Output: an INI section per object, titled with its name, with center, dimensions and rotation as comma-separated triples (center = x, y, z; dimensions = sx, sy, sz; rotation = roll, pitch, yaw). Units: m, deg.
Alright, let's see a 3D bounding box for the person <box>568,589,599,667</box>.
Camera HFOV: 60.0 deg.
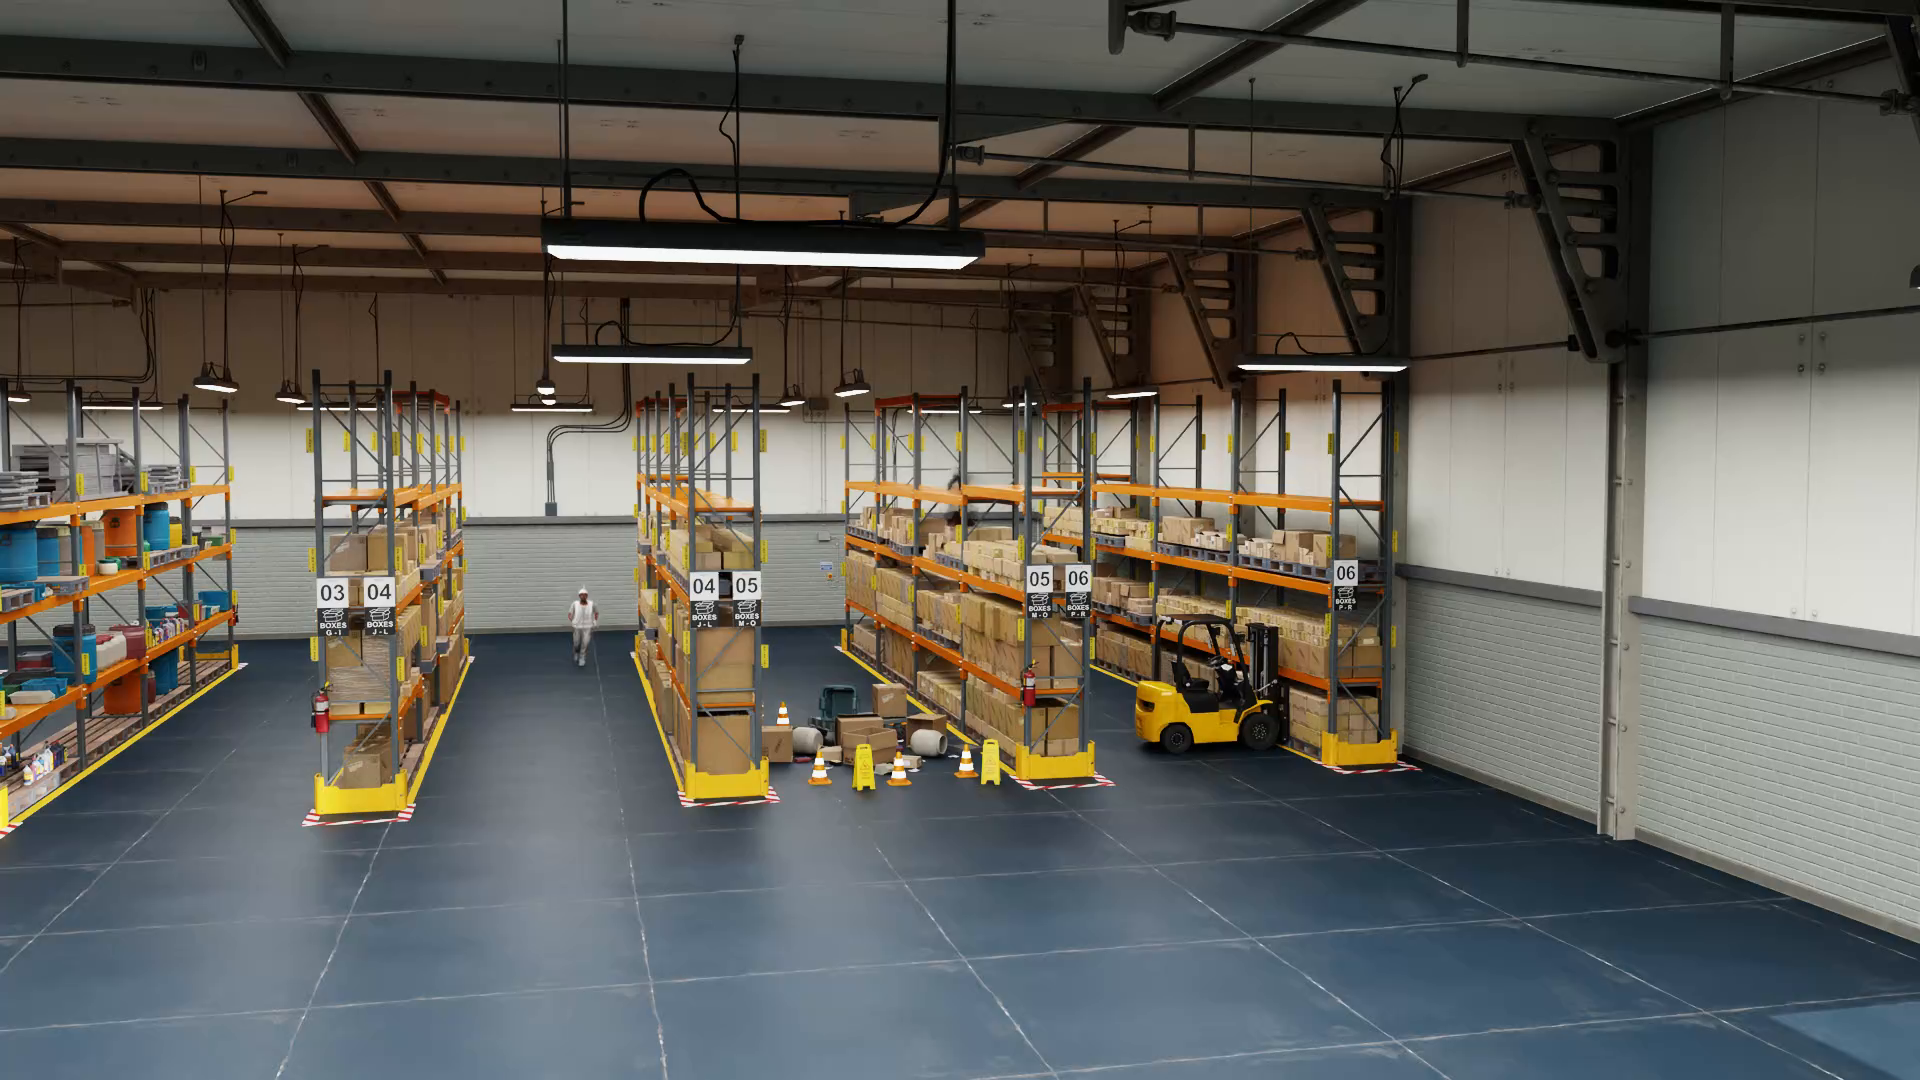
[person]
center = -8.470, 1.978, 37.428
dimensions = 0.679, 1.750, 0.684
rotation = -1, 3, -15
